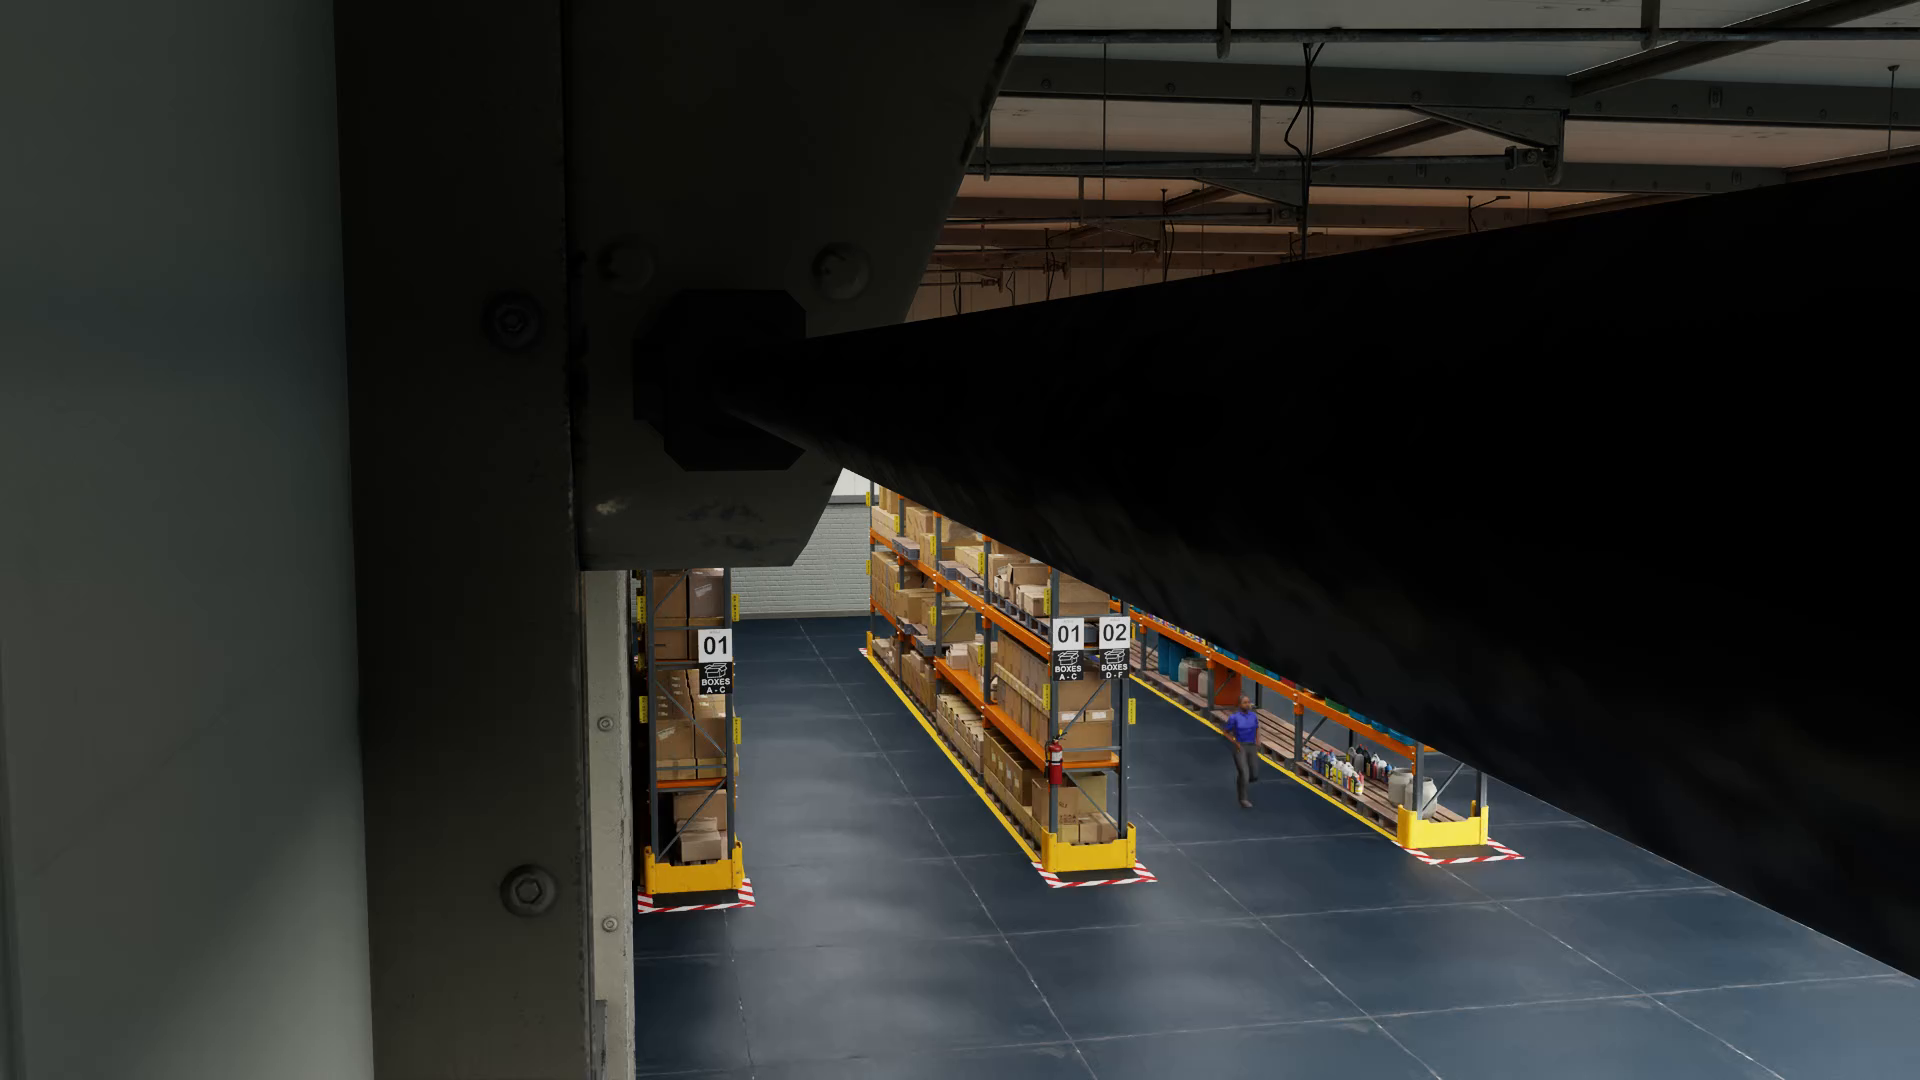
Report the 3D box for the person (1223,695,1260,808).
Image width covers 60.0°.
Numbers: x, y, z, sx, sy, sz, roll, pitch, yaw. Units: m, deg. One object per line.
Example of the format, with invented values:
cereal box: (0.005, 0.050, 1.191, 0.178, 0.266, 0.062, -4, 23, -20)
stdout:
person: (4.078, 3.027, 24.012, 0.574, 1.602, 0.586, -2, 6, -18)
